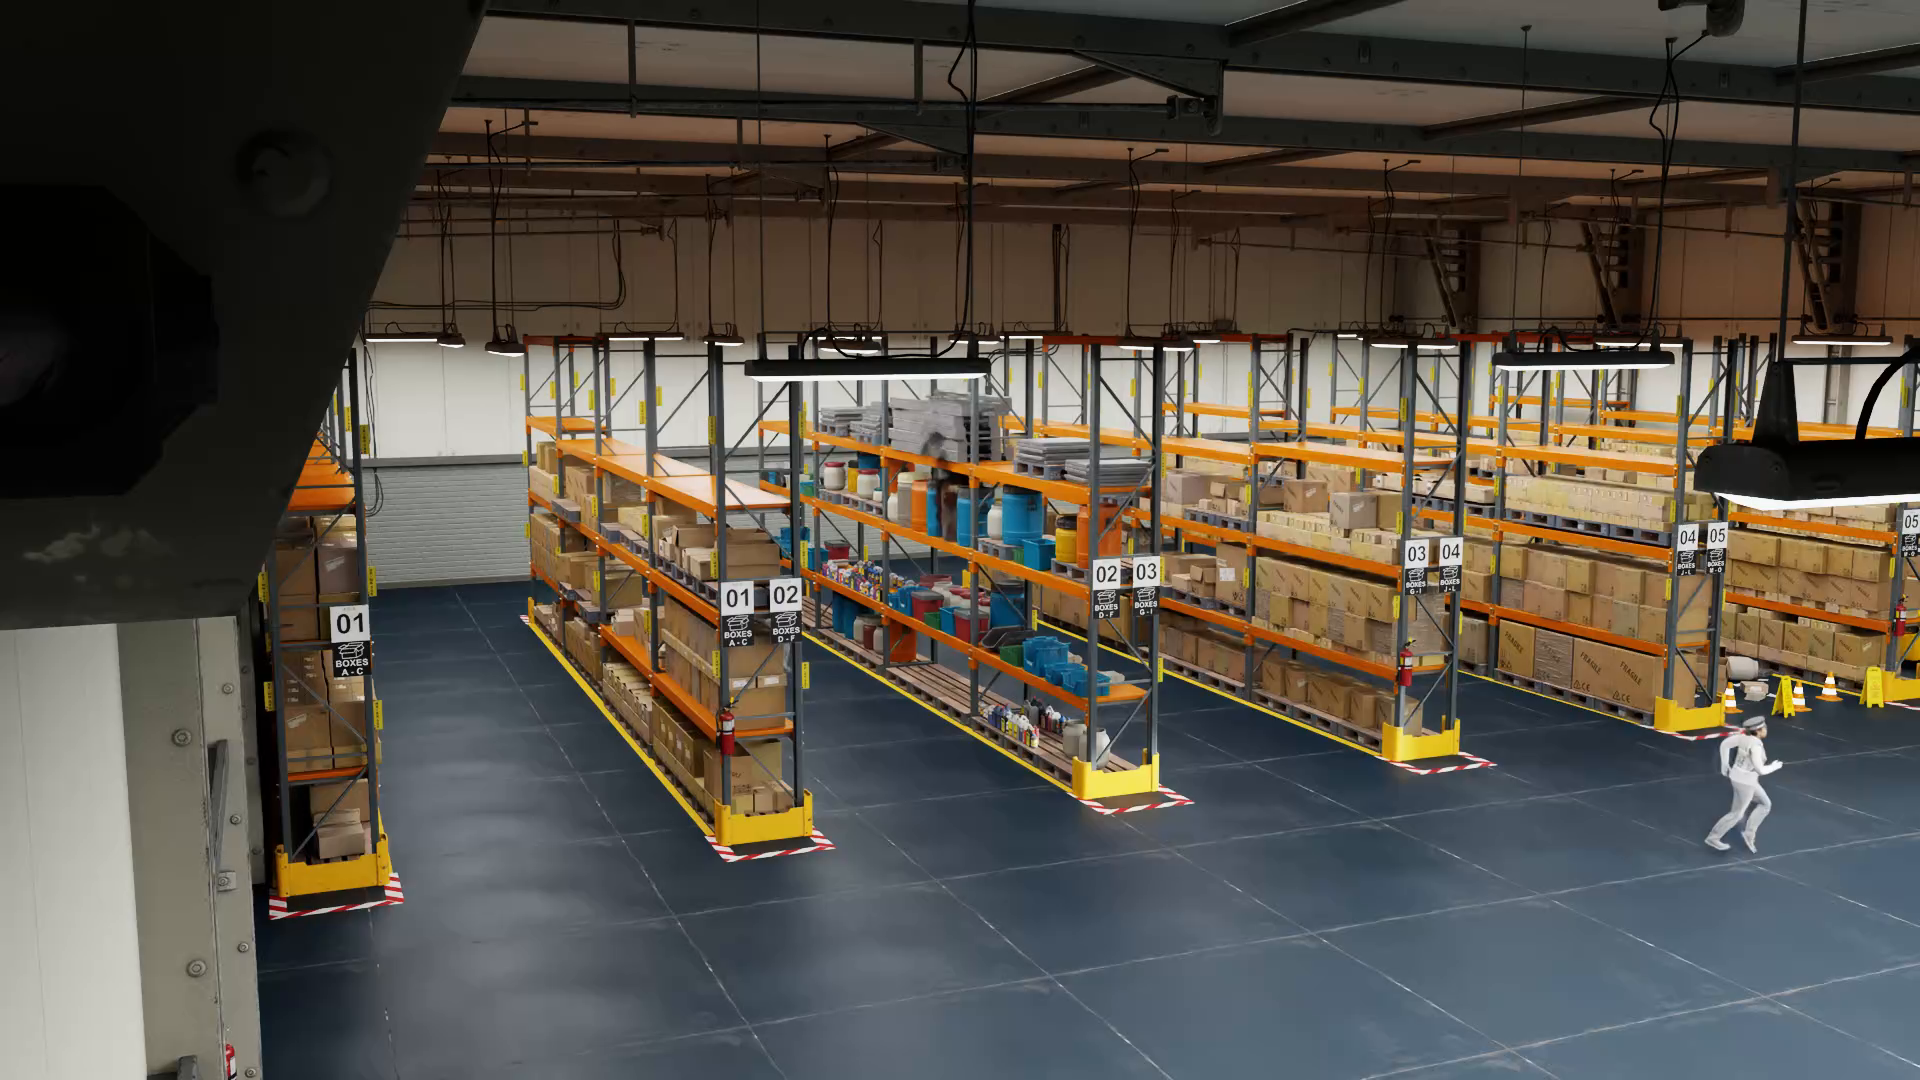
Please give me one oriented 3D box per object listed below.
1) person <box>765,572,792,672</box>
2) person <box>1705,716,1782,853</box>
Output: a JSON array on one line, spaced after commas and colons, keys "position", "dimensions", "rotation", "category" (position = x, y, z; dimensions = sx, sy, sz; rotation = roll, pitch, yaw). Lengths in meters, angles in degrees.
[{"position": [-3.148, 1.378, 28.705], "dimensions": [0.678, 1.720, 0.917], "rotation": [-4, 9, -29], "category": "person"}, {"position": [9.280, 2.888, 19.684], "dimensions": [0.789, 1.680, 0.641], "rotation": [1, 8, 9], "category": "person"}]
